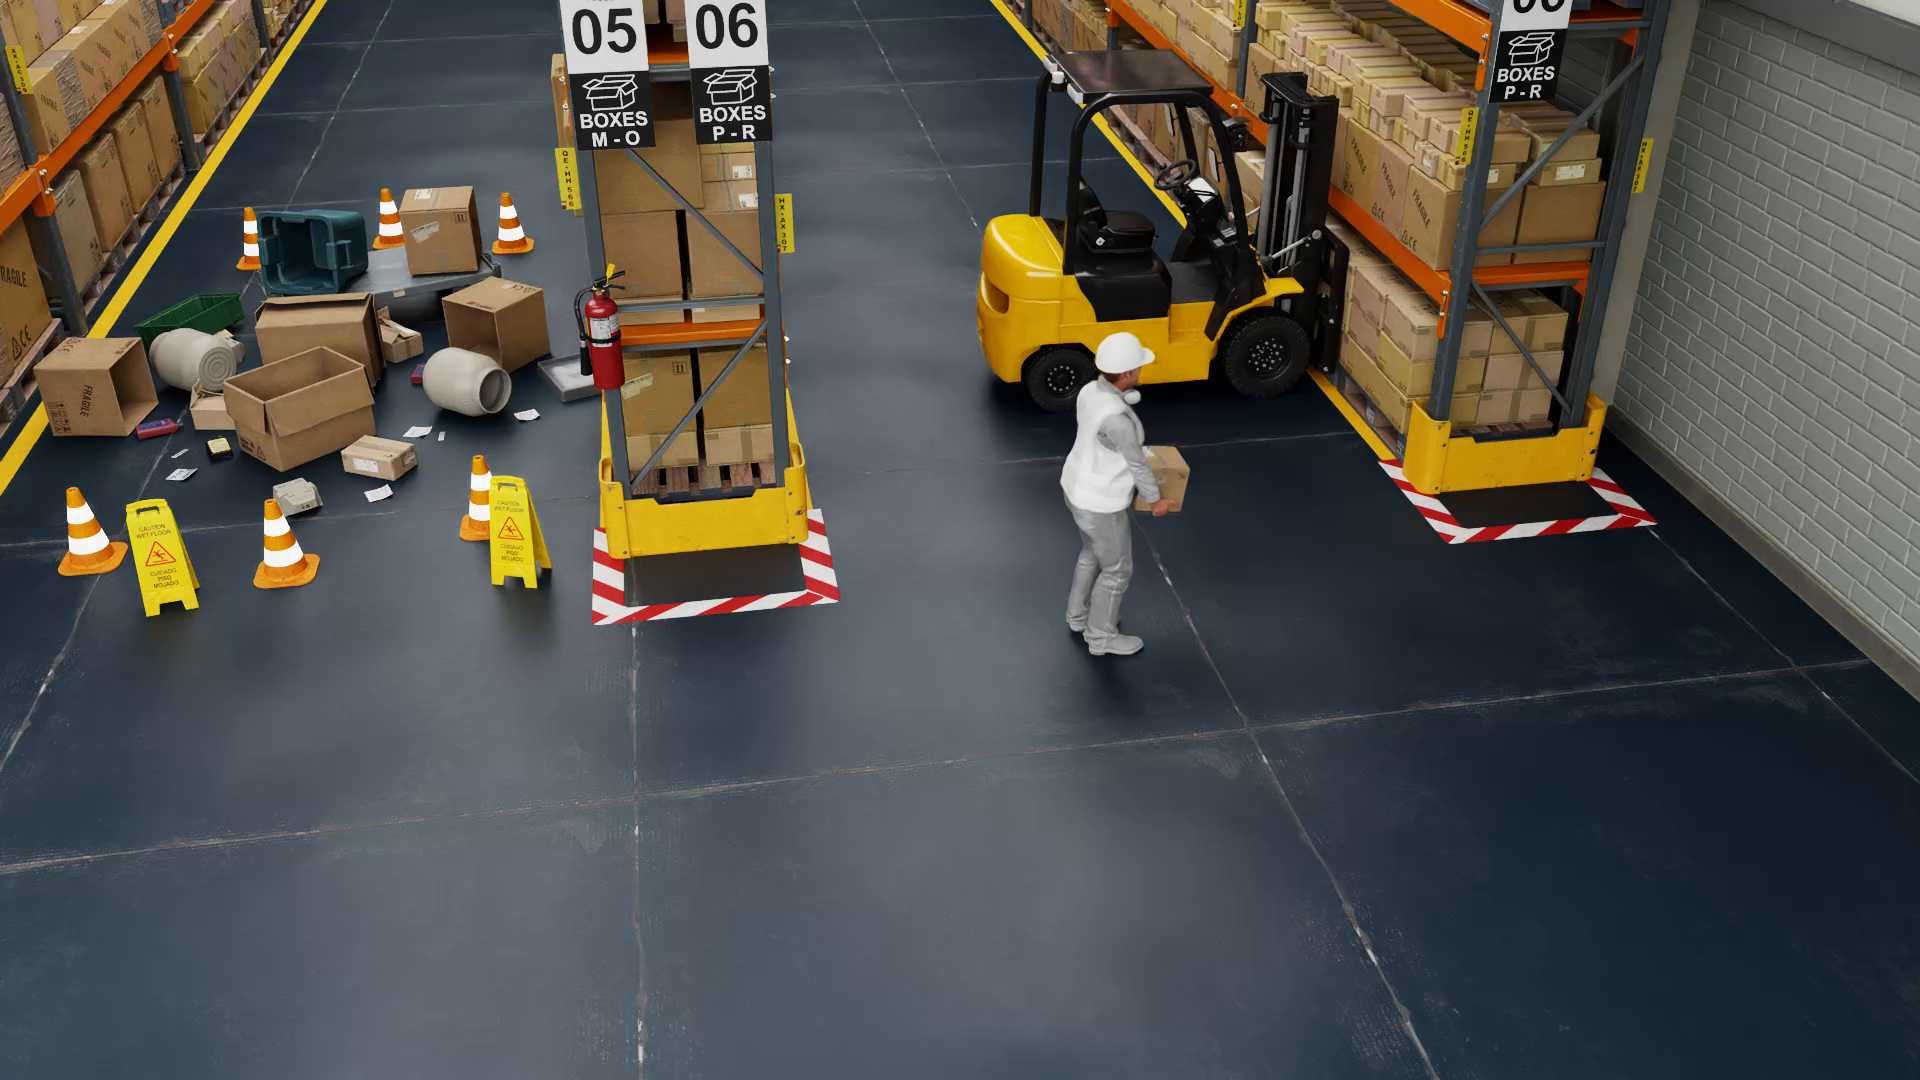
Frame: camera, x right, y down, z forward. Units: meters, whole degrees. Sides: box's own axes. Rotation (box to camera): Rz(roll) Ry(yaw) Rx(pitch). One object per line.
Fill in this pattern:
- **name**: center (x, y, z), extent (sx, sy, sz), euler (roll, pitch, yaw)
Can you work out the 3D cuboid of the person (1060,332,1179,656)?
- **person**: center (0.809, -0.244, 8.535), extent (0.571, 1.769, 0.490), euler (-6, 31, -10)
